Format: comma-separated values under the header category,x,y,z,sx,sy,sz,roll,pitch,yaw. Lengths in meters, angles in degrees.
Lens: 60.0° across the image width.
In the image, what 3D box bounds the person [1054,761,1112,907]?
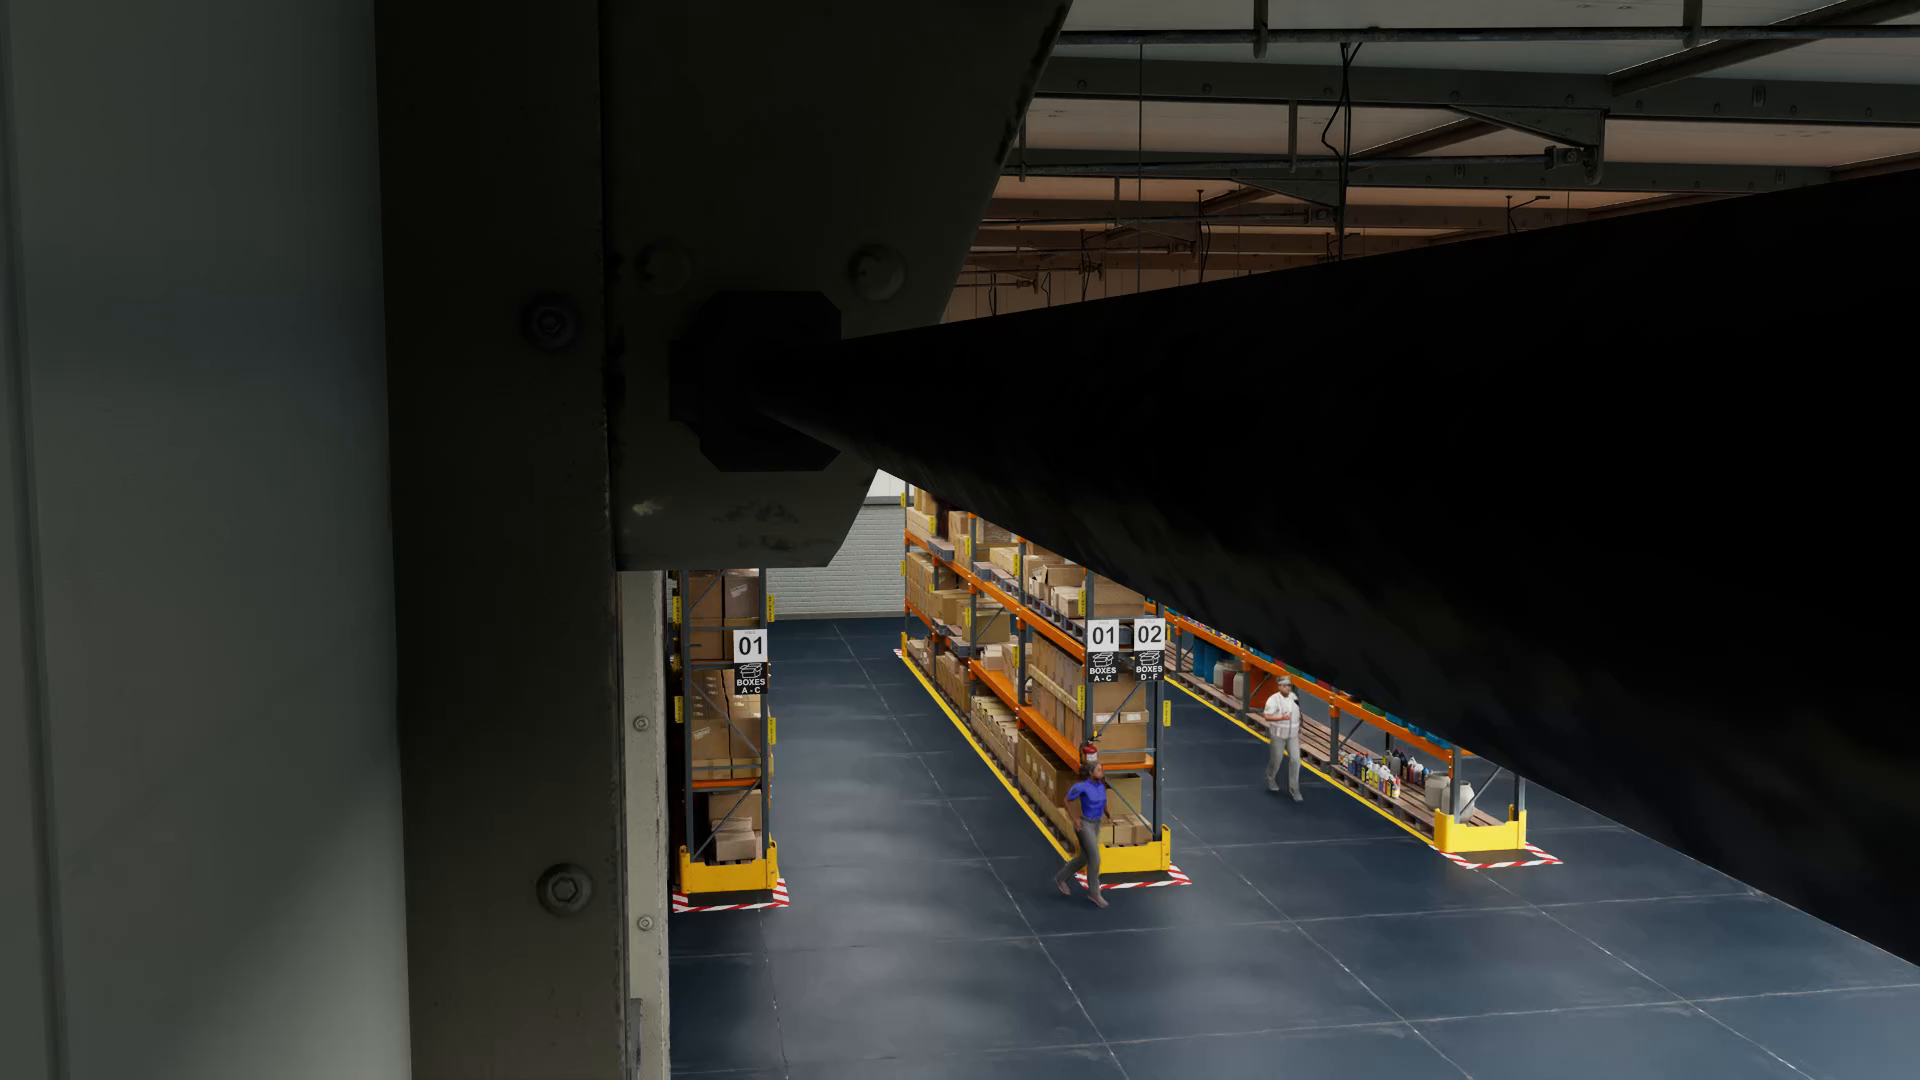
category,x,y,z,sx,sy,sz,roll,pitch,yaw
person,1.541,3.469,19.863,0.775,1.674,0.585,4,7,35

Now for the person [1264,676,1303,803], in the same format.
category,x,y,z,sx,sy,sz,roll,pitch,yaw
person,4.778,2.892,24.559,0.648,1.828,0.851,-1,6,-13
